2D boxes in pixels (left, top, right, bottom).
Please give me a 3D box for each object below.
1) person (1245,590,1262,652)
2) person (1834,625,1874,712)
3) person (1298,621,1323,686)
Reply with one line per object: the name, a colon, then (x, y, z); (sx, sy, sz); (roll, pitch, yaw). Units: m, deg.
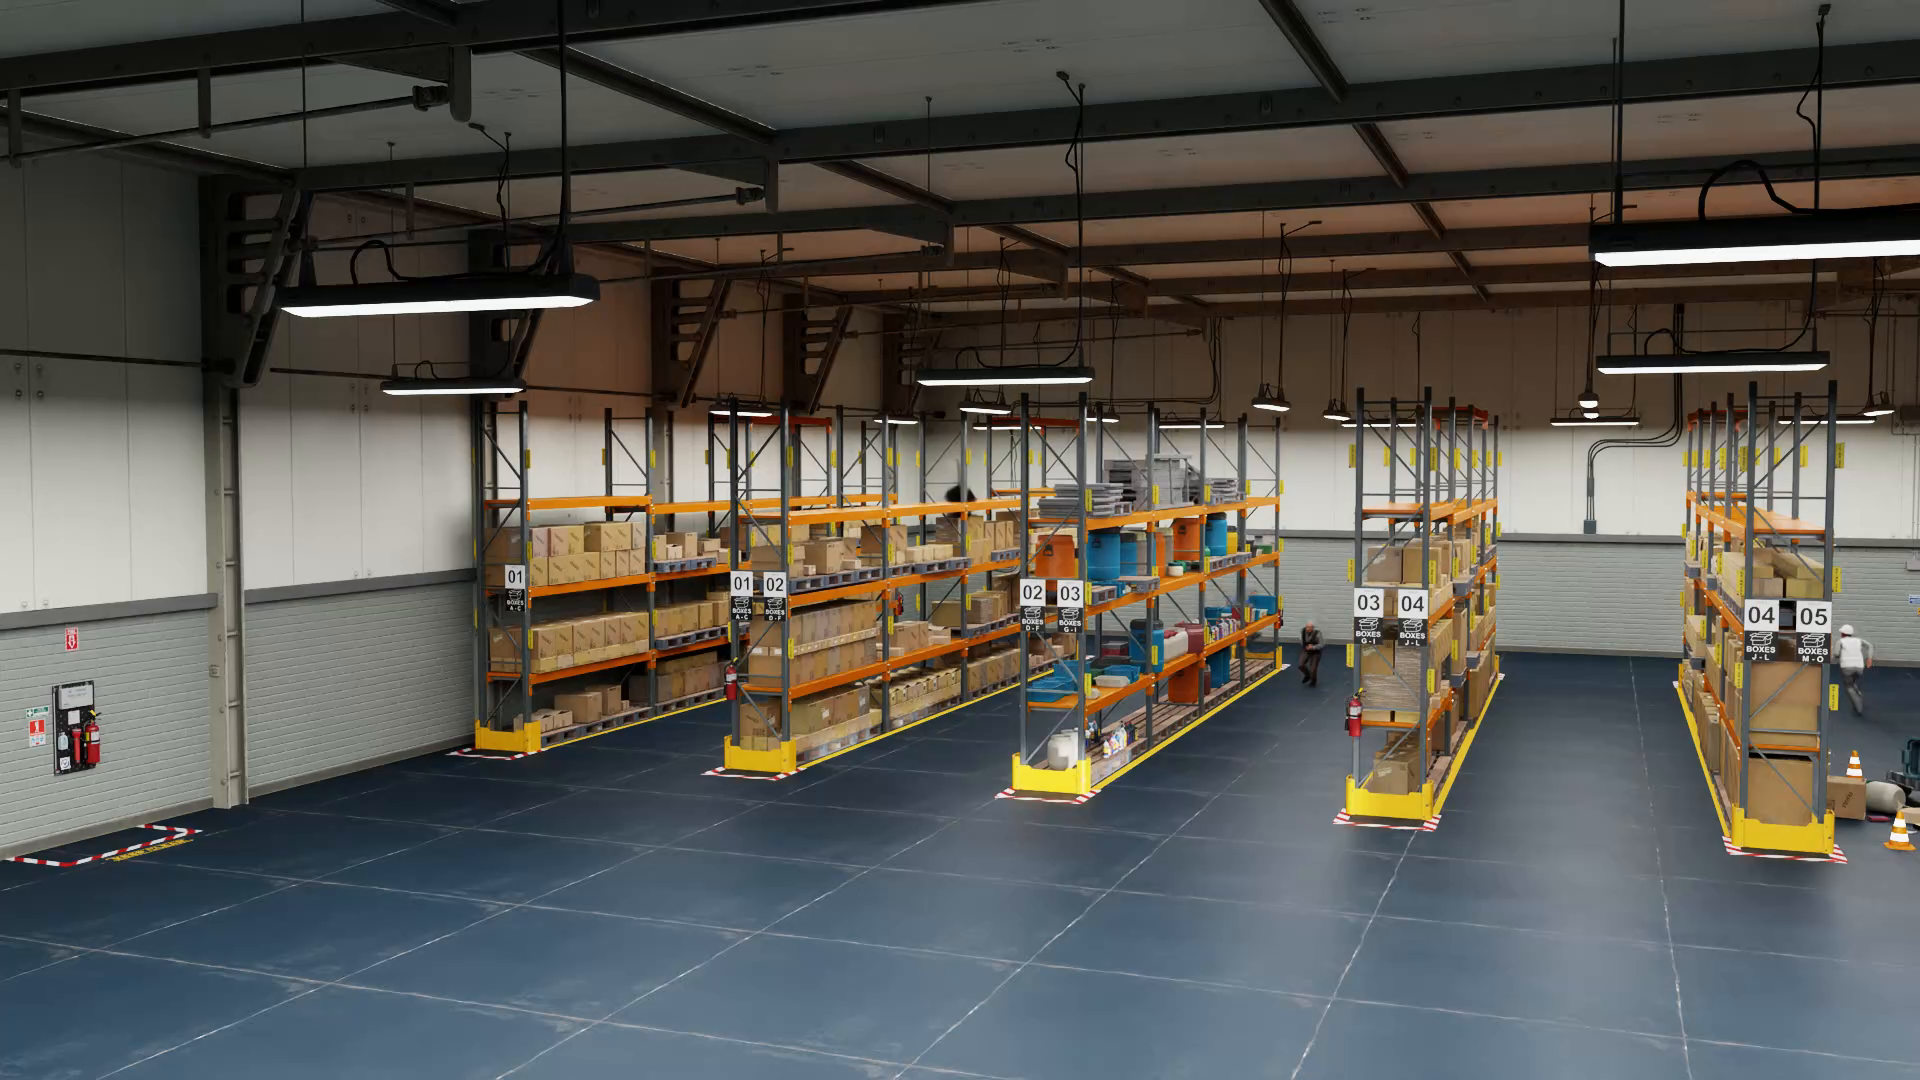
person: (7.690, 2.101, 43.389); (0.636, 1.590, 0.504); (-2, 3, -33)
person: (17.710, 2.540, 33.036); (0.665, 1.698, 0.795); (0, 3, -2)
person: (7.658, 2.483, 36.297); (0.673, 1.483, 0.981); (2, 3, 34)
